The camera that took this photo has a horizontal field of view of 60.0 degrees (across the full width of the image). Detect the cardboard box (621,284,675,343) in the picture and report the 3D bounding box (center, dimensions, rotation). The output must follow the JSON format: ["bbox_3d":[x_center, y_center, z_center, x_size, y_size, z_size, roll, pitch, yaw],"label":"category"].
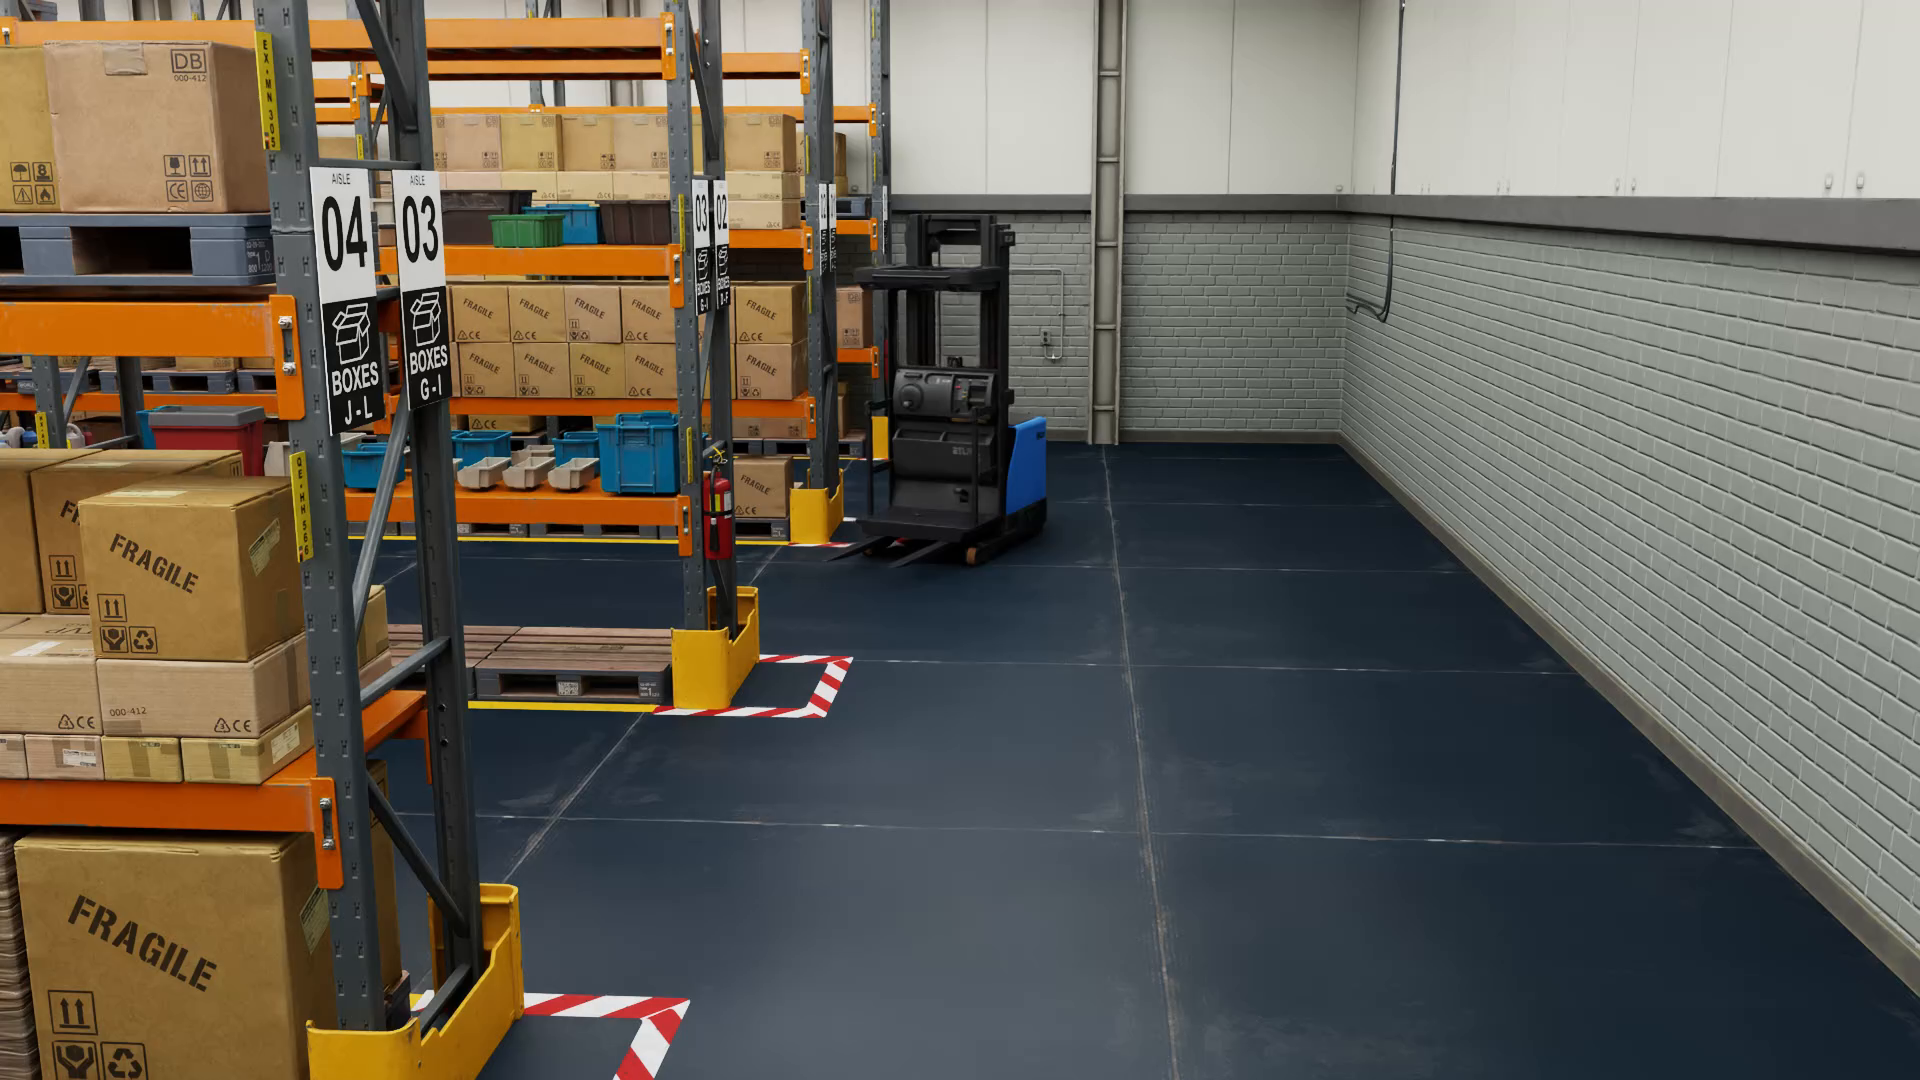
[{"bbox_3d":[-2.745,-2.053,15.052,0.500,0.500,0.500,1,12,5],"label":"cardboard box"}]

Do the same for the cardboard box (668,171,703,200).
[{"bbox_3d":[-2.289,-3.153,14.817,0.500,0.250,0.500,1,12,4],"label":"cardboard box"}]

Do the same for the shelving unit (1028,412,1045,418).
[{"bbox_3d":[0.659,-0.686,15.965,0.215,1.050,0.252,-8,14,-32],"label":"shelving unit"}]

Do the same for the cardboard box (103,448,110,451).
[{"bbox_3d":[-8.285,-0.582,15.739,0.500,0.500,0.500,0,12,2],"label":"cardboard box"}]

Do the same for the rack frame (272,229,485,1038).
[{"bbox_3d":[-1.926,0.472,5.668,0.127,3.000,1.000,1,12,4],"label":"rack frame"}]

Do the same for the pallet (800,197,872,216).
[{"bbox_3d":[-1.674,-3.997,19.921,1.213,0.211,1.003,1,12,4],"label":"pallet"}]

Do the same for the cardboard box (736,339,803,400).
[{"bbox_3d":[-1.725,-1.551,15.096,0.500,0.500,0.500,1,12,5],"label":"cardboard box"}]

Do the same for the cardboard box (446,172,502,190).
[{"bbox_3d":[-4.284,-3.182,14.956,0.500,0.250,0.500,1,12,4],"label":"cardboard box"}]

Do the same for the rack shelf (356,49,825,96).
[{"bbox_3d":[-3.256,-4.162,14.933,4.000,0.370,1.077,1,12,4],"label":"rack shelf"}]

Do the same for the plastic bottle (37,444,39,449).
[{"bbox_3d":[-6.173,-0.589,11.226,0.097,0.201,0.097,0,12,0],"label":"plastic bottle"}]

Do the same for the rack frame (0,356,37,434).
[{"bbox_3d":[-9.242,-1.661,15.866,0.127,3.000,1.000,1,12,4],"label":"rack frame"}]

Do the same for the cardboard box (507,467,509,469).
[{"bbox_3d":[-4.664,-0.649,16.055,0.500,0.500,0.500,1,12,4],"label":"cardboard box"}]

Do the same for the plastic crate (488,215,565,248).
[{"bbox_3d":[-2.598,-1.860,10.005,0.336,0.188,0.450,1,12,4],"label":"plastic crate"}]

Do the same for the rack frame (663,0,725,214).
[{"bbox_3d":[-1.595,-3.476,9.891,0.127,3.000,1.000,1,12,4],"label":"rack frame"}]

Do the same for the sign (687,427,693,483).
[{"bbox_3d":[-1.616,-0.507,9.950,0.005,0.325,0.100,1,12,4],"label":"sign"}]

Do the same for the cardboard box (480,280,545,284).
[{"bbox_3d":[-4.218,-2.184,15.681,0.500,0.500,0.500,1,12,3],"label":"cardboard box"}]

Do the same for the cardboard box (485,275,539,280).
[{"bbox_3d":[-5.407,-3.144,20.104,0.500,0.250,0.500,1,12,5],"label":"cardboard box"}]

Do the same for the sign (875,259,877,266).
[{"bbox_3d":[-0.983,-3.136,19.509,0.005,0.325,0.100,1,12,4],"label":"sign"}]

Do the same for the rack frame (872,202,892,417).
[{"bbox_3d":[-0.933,-2.564,20.181,0.127,3.000,1.000,1,12,4],"label":"rack frame"}]

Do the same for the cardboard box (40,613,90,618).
[{"bbox_3d":[-2.906,0.332,5.976,0.500,0.250,0.500,1,12,3],"label":"cardboard box"}]

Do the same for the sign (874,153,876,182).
[{"bbox_3d":[-0.983,-4.316,19.262,0.005,0.325,0.100,1,12,4],"label":"sign"}]

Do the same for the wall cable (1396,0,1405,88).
[{"bbox_3d":[4.506,-5.749,16.006,0.112,2.526,3.097,1,12,4],"label":"wall cable"}]

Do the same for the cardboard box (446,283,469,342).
[{"bbox_3d":[-4.800,-2.081,15.186,0.500,0.500,0.500,1,12,5],"label":"cardboard box"}]

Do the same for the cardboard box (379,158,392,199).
[{"bbox_3d":[-6.850,-4.400,20.313,0.500,0.500,0.700,1,12,4],"label":"cardboard box"}]

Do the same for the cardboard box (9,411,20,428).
[{"bbox_3d":[-11.652,-1.716,21.160,0.500,0.500,0.700,1,12,3],"label":"cardboard box"}]

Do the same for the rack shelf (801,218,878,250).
[{"bbox_3d":[-2.929,-3.707,20.078,4.000,0.370,1.077,1,12,4],"label":"rack shelf"}]

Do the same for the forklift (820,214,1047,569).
[{"bbox_3d":[-0.226,-1.308,14.346,1.130,2.935,3.031,5,13,23],"label":"forklift"}]

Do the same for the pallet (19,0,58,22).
[{"bbox_3d":[-6.414,-3.248,10.237,1.213,0.211,1.003,1,12,4],"label":"pallet"}]

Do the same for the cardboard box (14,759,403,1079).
[{"bbox_3d":[-2.570,1.314,5.806,0.875,0.875,0.875,1,12,4],"label":"cardboard box"}]

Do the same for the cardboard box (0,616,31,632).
[{"bbox_3d":[-3.441,0.433,5.492,0.500,0.250,0.500,0,12,2],"label":"cardboard box"}]

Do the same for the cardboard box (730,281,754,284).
[{"bbox_3d":[-2.208,-2.156,15.543,0.500,0.500,0.500,1,12,4],"label":"cardboard box"}]

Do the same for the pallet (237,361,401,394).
[{"bbox_3d":[-6.041,-1.546,15.783,1.213,0.211,1.003,1,12,4],"label":"pallet"}]

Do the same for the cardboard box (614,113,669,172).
[{"bbox_3d":[-2.773,-3.571,14.984,0.500,0.500,0.700,1,12,4],"label":"cardboard box"}]

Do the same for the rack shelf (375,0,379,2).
[{"bbox_3d":[-3.922,-1.944,5.299,4.000,0.370,1.077,1,12,4],"label":"rack shelf"}]

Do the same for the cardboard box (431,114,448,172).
[{"bbox_3d":[-4.764,-3.614,15.190,0.500,0.500,0.700,1,12,4],"label":"cardboard box"}]

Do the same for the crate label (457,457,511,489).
[{"bbox_3d":[-2.989,-0.420,10.430,0.243,0.136,0.396,1,12,4],"label":"crate label"}]

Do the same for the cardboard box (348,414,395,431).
[{"bbox_3d":[-7.317,-1.777,20.641,0.750,0.750,0.750,1,12,3],"label":"cardboard box"}]

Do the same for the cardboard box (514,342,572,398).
[{"bbox_3d":[-3.751,-1.579,15.229,0.500,0.500,0.500,1,12,3],"label":"cardboard box"}]

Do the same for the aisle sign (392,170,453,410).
[{"bbox_3d":[-1.834,-0.861,5.690,0.004,0.787,0.394,1,12,4],"label":"aisle sign"}]

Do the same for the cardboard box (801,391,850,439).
[{"bbox_3d":[-1.638,-1.535,20.342,0.500,0.500,0.700,1,12,4],"label":"cardboard box"}]

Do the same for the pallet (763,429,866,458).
[{"bbox_3d":[-1.736,-1.194,20.442,1.213,0.211,1.003,1,12,4],"label":"pallet"}]

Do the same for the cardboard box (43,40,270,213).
[{"bbox_3d":[-2.448,-1.296,5.279,0.500,0.500,0.700,0,12,0],"label":"cardboard box"}]

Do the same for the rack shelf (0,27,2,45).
[{"bbox_3d":[-7.582,-3.011,10.398,4.000,0.370,1.077,1,12,4],"label":"rack shelf"}]

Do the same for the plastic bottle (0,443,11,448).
[{"bbox_3d":[-6.001,-0.473,10.490,0.135,0.276,0.152,1,12,4],"label":"plastic bottle"}]

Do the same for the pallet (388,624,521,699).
[{"bbox_3d":[-3.629,0.788,10.965,1.213,0.211,1.003,1,12,4],"label":"pallet"}]

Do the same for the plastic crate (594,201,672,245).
[{"bbox_3d":[-1.961,-2.006,10.509,0.590,0.269,0.497,1,12,4],"label":"plastic crate"}]

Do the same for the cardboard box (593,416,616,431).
[{"bbox_3d":[-4.185,-1.569,20.506,0.500,0.500,0.700,1,12,4],"label":"cardboard box"}]

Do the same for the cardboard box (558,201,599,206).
[{"bbox_3d":[-3.286,-2.923,14.939,0.500,0.250,0.500,1,12,4],"label":"cardboard box"}]

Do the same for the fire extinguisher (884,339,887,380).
[{"bbox_3d":[-0.813,-2.247,19.766,0.183,0.674,0.296,1,12,4],"label":"fire extinguisher"}]

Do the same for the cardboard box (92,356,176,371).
[{"bbox_3d":[-7.707,-1.879,15.635,0.500,0.500,0.700,3,12,14],"label":"cardboard box"}]

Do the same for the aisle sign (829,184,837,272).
[{"bbox_3d":[-1.173,-2.883,15.359,0.004,0.787,0.394,1,12,4],"label":"aisle sign"}]

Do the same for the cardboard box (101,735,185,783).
[{"bbox_3d":[-2.563,0.654,5.411,0.250,0.149,0.380,1,12,4],"label":"cardboard box"}]

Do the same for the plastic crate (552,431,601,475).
[{"bbox_3d":[-2.476,-0.567,10.897,0.300,0.233,0.416,1,12,4],"label":"plastic crate"}]

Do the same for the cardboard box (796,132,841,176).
[{"bbox_3d":[-1.682,-4.535,19.540,0.500,0.500,0.500,1,12,4],"label":"cardboard box"}]

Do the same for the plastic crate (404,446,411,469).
[{"bbox_3d":[-3.829,-0.533,10.967,0.466,0.136,0.293,1,12,4],"label":"plastic crate"}]

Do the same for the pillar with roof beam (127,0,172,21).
[{"bbox_3d":[-10.442,-4.925,16.815,0.400,9.000,9.100,1,12,4],"label":"pillar with roof beam"}]

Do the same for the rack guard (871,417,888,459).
[{"bbox_3d":[-0.909,-1.340,20.435,0.348,0.500,1.175,1,12,4],"label":"rack guard"}]
